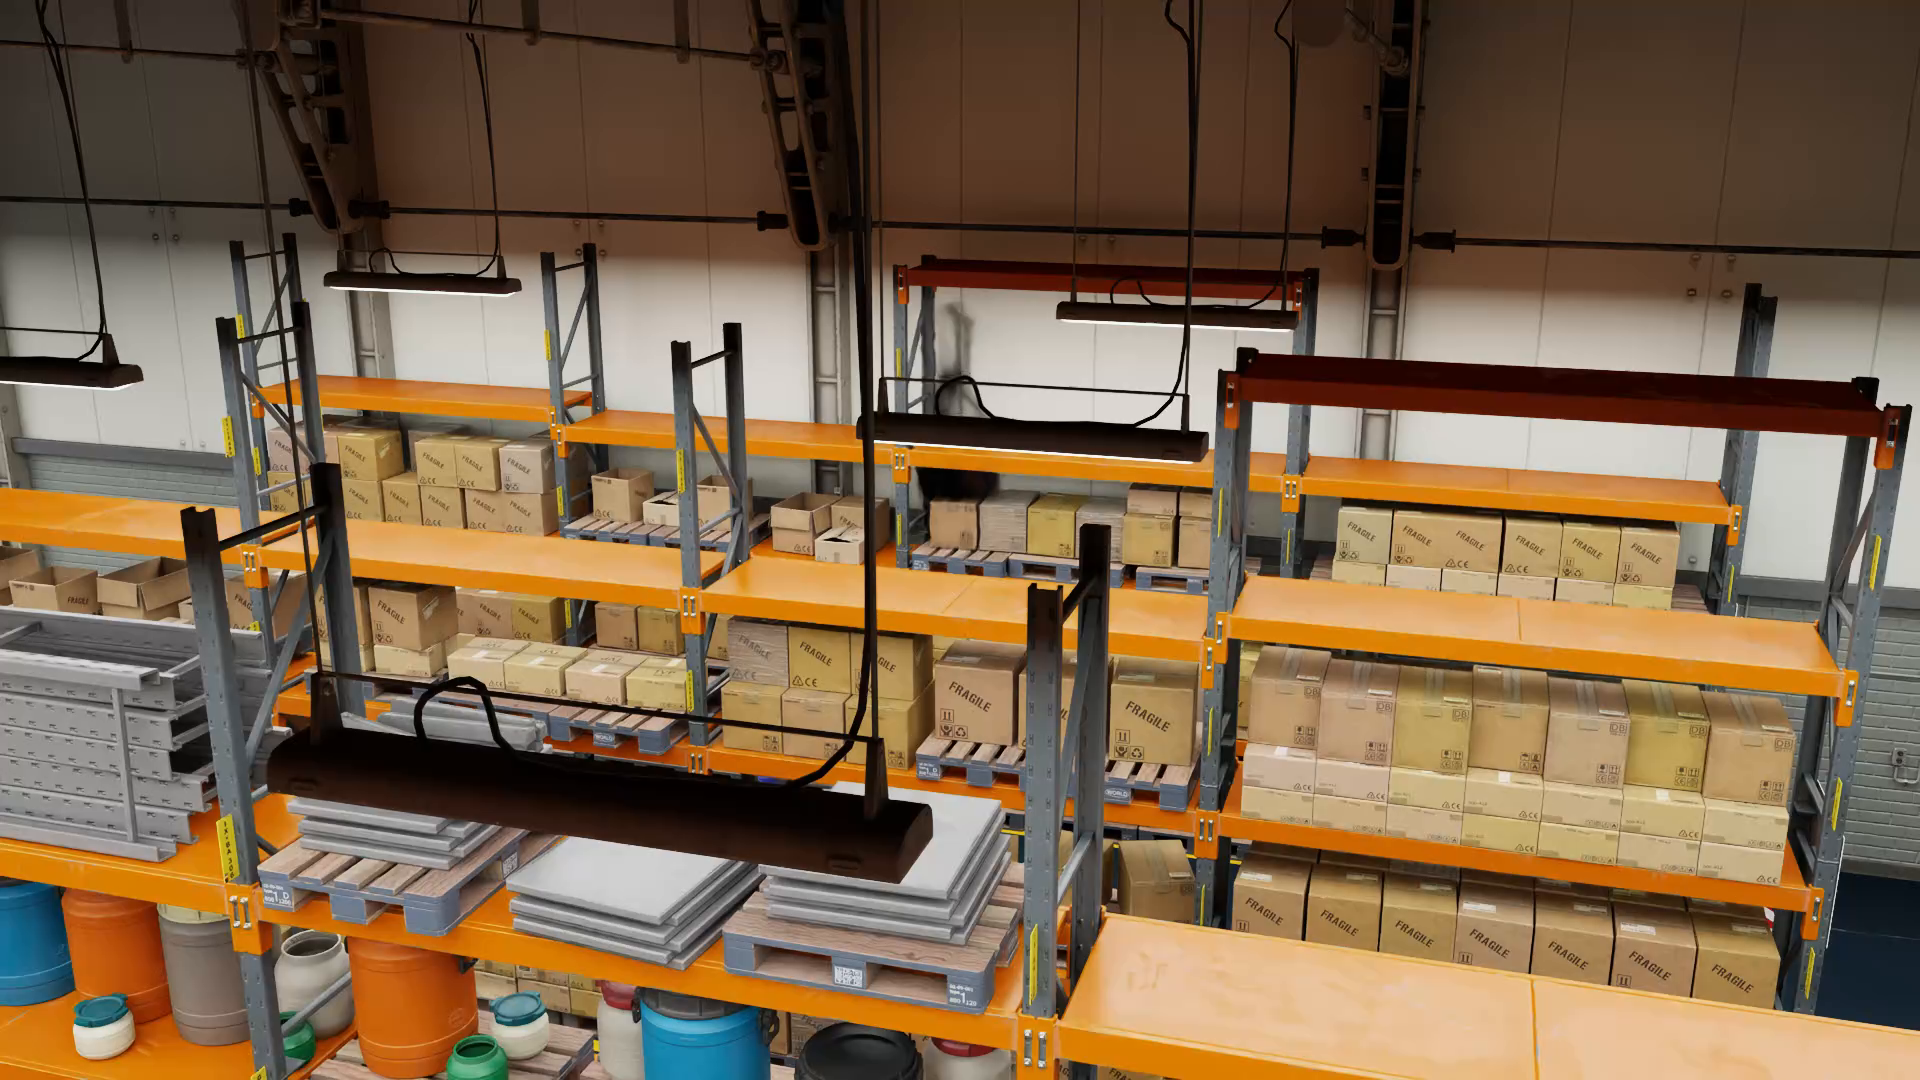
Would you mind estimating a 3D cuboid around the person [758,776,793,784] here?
[{"bbox_3d":[-1.908,2.763,16.372,0.676,1.582,0.562,4,16,13],"label":"person"}]
